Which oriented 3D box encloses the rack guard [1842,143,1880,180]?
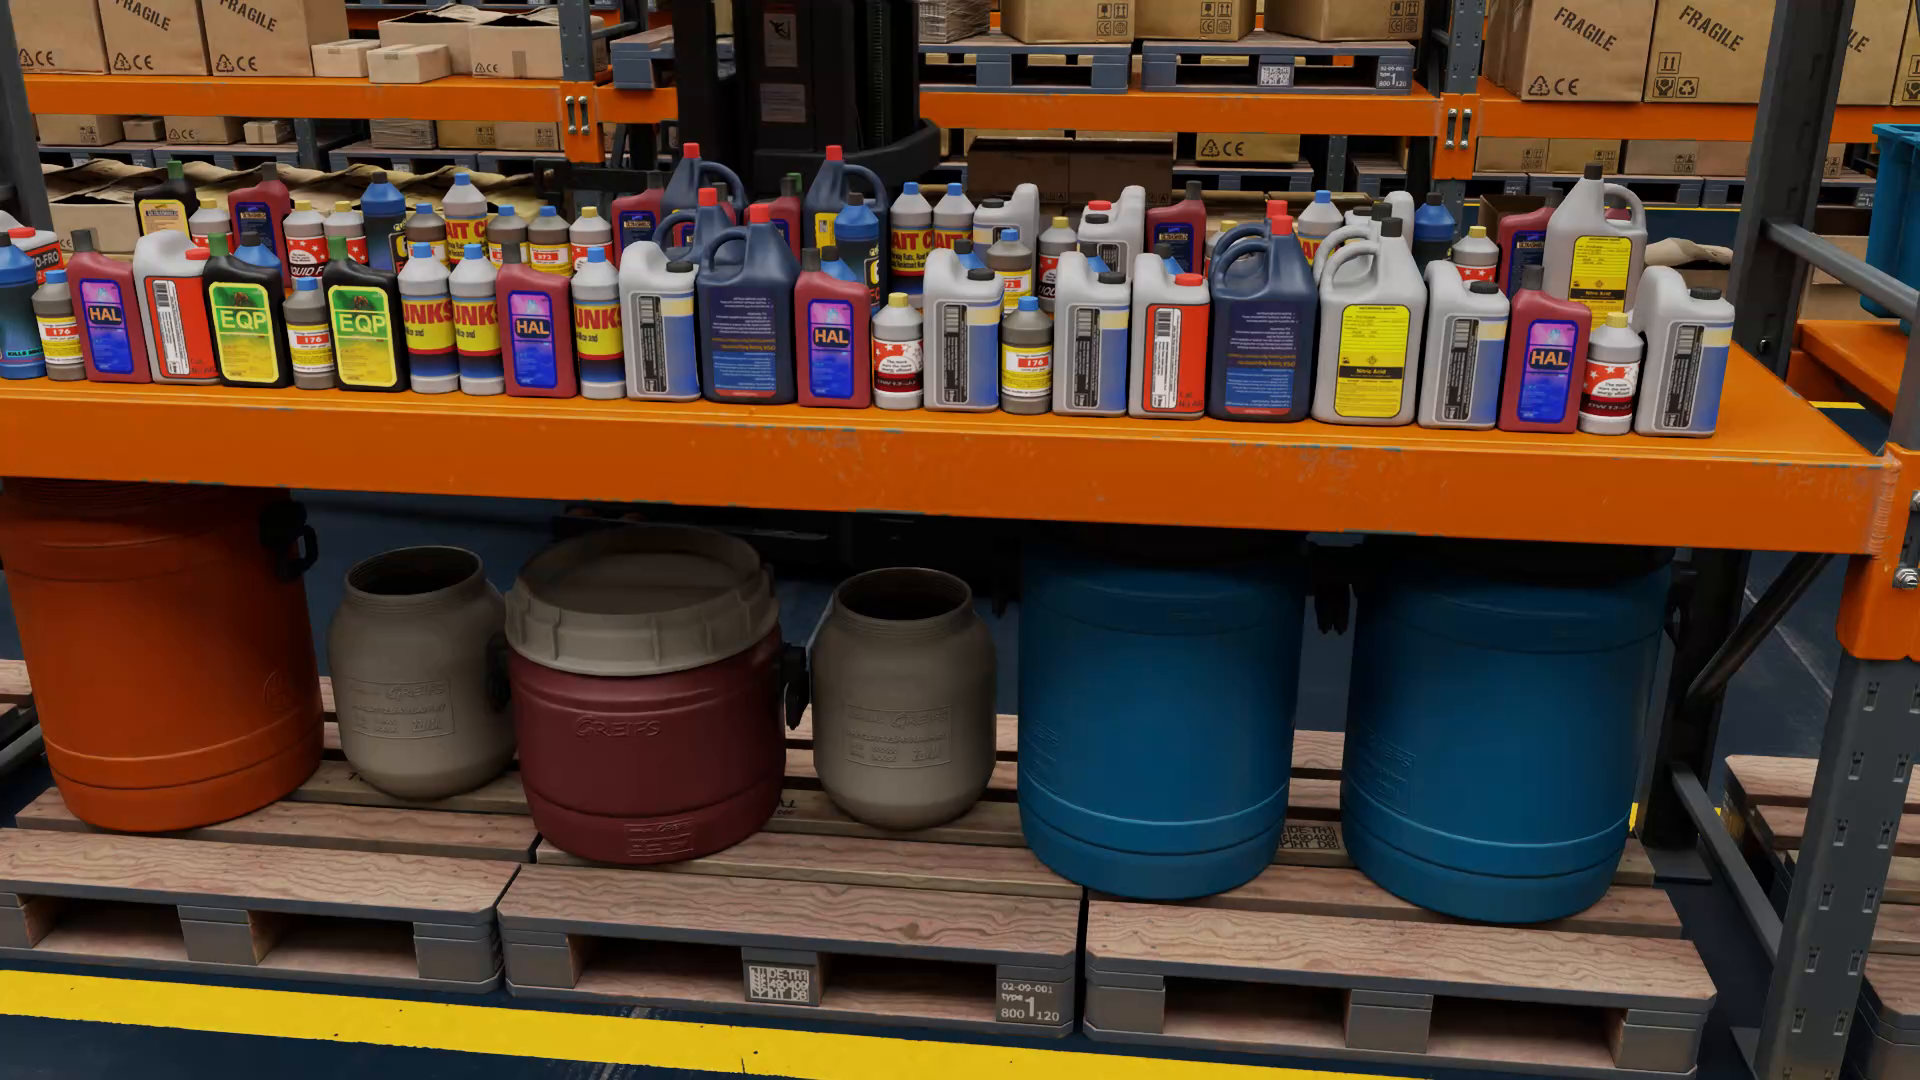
[{"bbox_3d":[6.827,-2.768,12.262,0.348,0.500,1.175,2,22,6],"label":"rack guard"}]

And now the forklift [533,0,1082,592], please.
[{"bbox_3d":[-0.928,-1.469,5.668,3.031,2.935,1.130,5,22,13],"label":"forklift"}]

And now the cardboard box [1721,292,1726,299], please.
[{"bbox_3d":[3.504,-1.052,7.777,0.250,0.166,0.380,2,22,6],"label":"cardboard box"}]

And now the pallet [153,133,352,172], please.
[{"bbox_3d":[-5.784,-3.170,13.672,1.213,0.211,1.003,2,22,6],"label":"pallet"}]

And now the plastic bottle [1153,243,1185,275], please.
[{"bbox_3d":[0.369,-0.411,3.074,0.097,0.271,0.097,0,22,0],"label":"plastic bottle"}]

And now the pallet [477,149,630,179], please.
[{"bbox_3d":[-3.125,-3.069,13.416,1.213,0.211,1.003,2,22,6],"label":"pallet"}]

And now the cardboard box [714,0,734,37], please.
[{"bbox_3d":[-1.081,-2.725,8.045,0.500,0.500,0.700,-5,22,-12],"label":"cardboard box"}]

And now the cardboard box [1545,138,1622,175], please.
[{"bbox_3d":[4.570,-3.022,12.332,0.500,0.500,0.700,3,22,8],"label":"cardboard box"}]

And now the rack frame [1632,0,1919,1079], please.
[{"bbox_3d":[1.665,-0.488,3.094,0.127,3.000,1.000,2,22,6],"label":"rack frame"}]

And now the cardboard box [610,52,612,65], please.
[{"bbox_3d":[-2.421,-3.728,13.072,0.500,0.250,0.500,3,22,7],"label":"cardboard box"}]

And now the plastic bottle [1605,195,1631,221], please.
[{"bbox_3d":[1.352,-0.605,3.549,0.133,0.283,0.061,2,22,6],"label":"plastic bottle"}]

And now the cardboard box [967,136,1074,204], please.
[{"bbox_3d":[0.309,-1.862,8.350,0.500,0.250,0.500,2,22,5],"label":"cardboard box"}]

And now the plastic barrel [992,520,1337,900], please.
[{"bbox_3d":[0.424,0.232,3.555,0.708,0.901,0.600,2,22,6],"label":"plastic barrel"}]

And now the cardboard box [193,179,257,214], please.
[{"bbox_3d":[-3.784,-1.645,8.426,0.500,0.311,0.500,3,22,8],"label":"cardboard box"}]

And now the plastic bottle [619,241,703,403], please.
[{"bbox_3d":[-0.538,-0.406,3.057,0.135,0.276,0.152,2,22,6],"label":"plastic bottle"}]

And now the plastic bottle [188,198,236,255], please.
[{"bbox_3d":[-1.742,-0.695,3.888,0.097,0.201,0.097,0,22,0],"label":"plastic bottle"}]

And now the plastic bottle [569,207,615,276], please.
[{"bbox_3d":[-0.837,-0.656,3.788,0.097,0.201,0.097,0,22,0],"label":"plastic bottle"}]

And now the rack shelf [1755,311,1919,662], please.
[{"bbox_3d":[3.652,-0.067,3.007,4.000,0.370,1.077,2,22,6],"label":"rack shelf"}]

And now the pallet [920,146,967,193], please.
[{"bbox_3d":[-0.367,-2.920,13.037,1.213,0.211,1.003,2,22,6],"label":"pallet"}]

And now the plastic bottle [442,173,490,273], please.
[{"bbox_3d":[-1.127,-0.701,3.808,0.097,0.271,0.097,0,22,0],"label":"plastic bottle"}]

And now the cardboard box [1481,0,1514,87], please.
[{"bbox_3d":[2.779,-2.415,7.832,0.500,0.500,0.500,3,22,7],"label":"cardboard box"}]

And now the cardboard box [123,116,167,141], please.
[{"bbox_3d":[-6.699,-3.406,13.755,0.250,0.149,0.380,1,22,2],"label":"cardboard box"}]

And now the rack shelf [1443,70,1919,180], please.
[{"bbox_3d":[4.238,-1.875,7.581,4.000,0.370,1.077,2,22,6],"label":"rack shelf"}]

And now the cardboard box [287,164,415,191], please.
[{"bbox_3d":[-3.234,-1.819,8.867,0.500,0.311,0.500,2,22,5],"label":"cardboard box"}]

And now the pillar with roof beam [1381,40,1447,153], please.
[{"bbox_3d":[3.122,-5.609,7.886,0.400,9.000,9.100,2,22,6],"label":"pillar with roof beam"}]

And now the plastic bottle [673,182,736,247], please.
[{"bbox_3d":[-0.553,-0.635,3.624,0.133,0.283,0.061,2,22,6],"label":"plastic bottle"}]

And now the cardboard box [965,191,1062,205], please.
[{"bbox_3d":[0.272,-1.514,8.490,0.500,0.500,0.500,2,22,4],"label":"cardboard box"}]

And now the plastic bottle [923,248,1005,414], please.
[{"bbox_3d":[0.008,-0.383,2.996,0.135,0.276,0.152,2,22,6],"label":"plastic bottle"}]

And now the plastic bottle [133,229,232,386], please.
[{"bbox_3d":[-1.456,-0.446,3.158,0.135,0.276,0.152,2,22,6],"label":"plastic bottle"}]

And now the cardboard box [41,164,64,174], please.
[{"bbox_3d":[-5.256,-1.907,9.089,0.500,0.311,0.500,2,22,6],"label":"cardboard box"}]

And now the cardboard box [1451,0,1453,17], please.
[{"bbox_3d":[3.368,-4.215,12.113,0.700,0.700,0.980,3,22,7],"label":"cardboard box"}]

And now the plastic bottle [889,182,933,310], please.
[{"bbox_3d":[-0.108,-0.656,3.695,0.097,0.271,0.097,0,22,0],"label":"plastic bottle"}]

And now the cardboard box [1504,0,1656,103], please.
[{"bbox_3d":[2.726,-2.221,7.342,0.500,0.500,0.500,3,22,8],"label":"cardboard box"}]

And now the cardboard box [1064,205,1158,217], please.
[{"bbox_3d":[0.740,-1.301,7.953,0.500,0.500,0.500,3,22,7],"label":"cardboard box"}]

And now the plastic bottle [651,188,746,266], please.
[{"bbox_3d":[-0.495,-0.494,3.177,0.185,0.351,0.144,2,22,6],"label":"plastic bottle"}]

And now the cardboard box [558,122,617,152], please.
[{"bbox_3d":[-2.857,-3.408,13.282,0.500,0.500,0.700,2,22,6],"label":"cardboard box"}]

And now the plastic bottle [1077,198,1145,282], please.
[{"bbox_3d":[0.313,-0.574,3.480,0.135,0.276,0.152,2,22,6],"label":"plastic bottle"}]

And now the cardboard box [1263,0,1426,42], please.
[{"bbox_3d":[1.808,-2.640,7.831,0.500,0.500,0.700,-5,22,-12],"label":"cardboard box"}]

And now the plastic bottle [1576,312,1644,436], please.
[{"bbox_3d":[1.118,-0.289,2.862,0.097,0.201,0.097,0,22,0],"label":"plastic bottle"}]

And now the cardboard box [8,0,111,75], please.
[{"bbox_3d":[-4.408,-2.627,8.368,0.500,0.500,0.500,4,22,10],"label":"cardboard box"}]

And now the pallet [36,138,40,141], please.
[{"bbox_3d":[-8.207,-3.276,13.939,1.213,0.211,1.003,2,22,6],"label":"pallet"}]

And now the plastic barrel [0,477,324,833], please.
[{"bbox_3d":[-1.819,0.168,3.815,0.708,0.830,0.600,2,22,6],"label":"plastic barrel"}]

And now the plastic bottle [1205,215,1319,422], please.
[{"bbox_3d":[0.531,-0.393,2.921,0.185,0.351,0.144,2,22,6],"label":"plastic bottle"}]

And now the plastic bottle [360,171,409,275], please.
[{"bbox_3d":[-1.320,-0.709,3.829,0.097,0.271,0.097,0,22,0],"label":"plastic bottle"}]

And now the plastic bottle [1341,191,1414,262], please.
[{"bbox_3d":[0.887,-0.605,3.559,0.135,0.276,0.152,2,22,6],"label":"plastic bottle"}]

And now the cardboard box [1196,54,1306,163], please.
[{"bbox_3d":[2.171,-3.281,12.512,0.750,0.750,0.750,3,22,7],"label":"cardboard box"}]

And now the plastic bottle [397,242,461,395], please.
[{"bbox_3d":[-0.982,-0.413,3.081,0.097,0.271,0.097,0,22,0],"label":"plastic bottle"}]

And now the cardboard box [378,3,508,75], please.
[{"bbox_3d":[-2.585,-2.537,8.399,0.500,0.311,0.500,2,22,6],"label":"cardboard box"}]

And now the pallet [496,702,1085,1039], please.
[{"bbox_3d":[-0.311,0.709,3.861,1.213,0.211,1.003,2,22,6],"label":"pallet"}]
